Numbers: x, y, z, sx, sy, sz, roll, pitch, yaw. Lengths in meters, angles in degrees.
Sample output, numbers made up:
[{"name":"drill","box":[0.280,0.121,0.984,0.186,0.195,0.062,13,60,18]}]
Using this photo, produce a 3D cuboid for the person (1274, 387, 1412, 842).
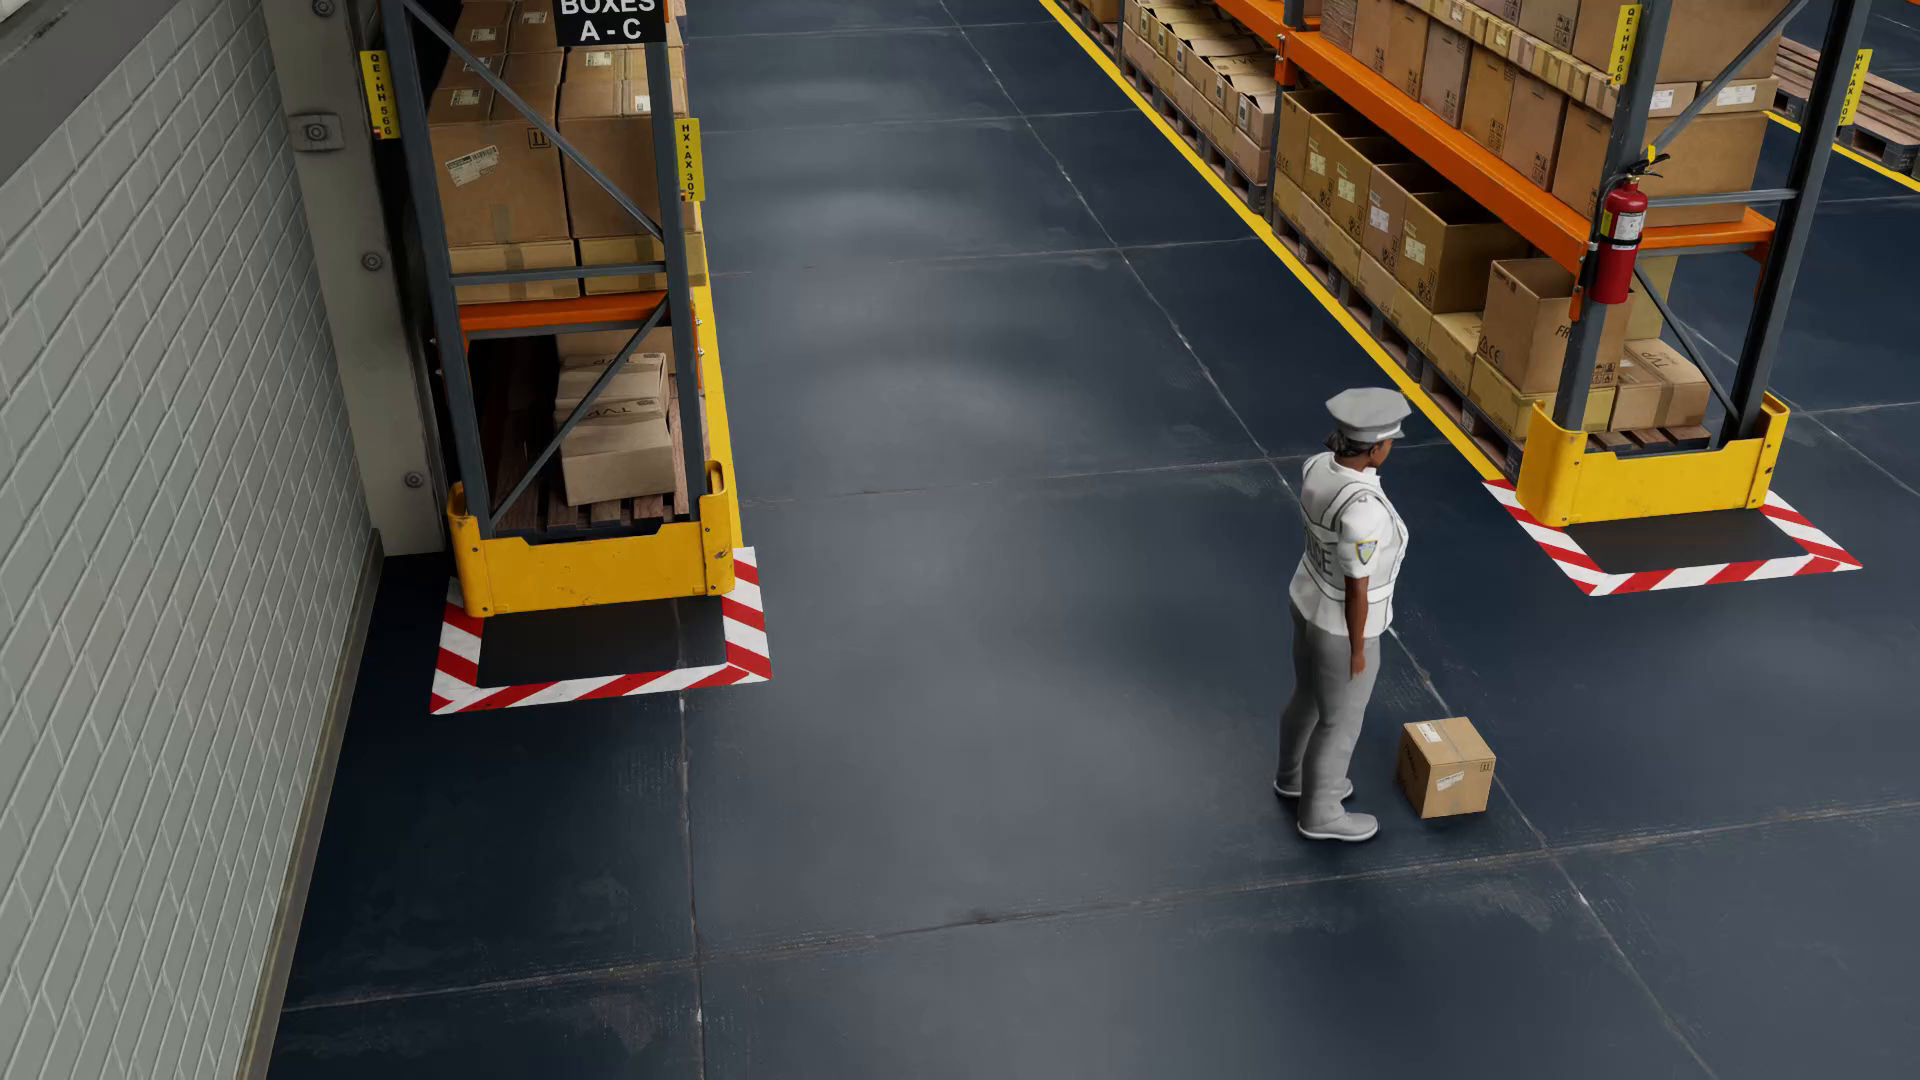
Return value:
[{"name":"person","box":[1.303,0.266,5.674,0.355,1.668,0.443,-5,31,-8]}]
